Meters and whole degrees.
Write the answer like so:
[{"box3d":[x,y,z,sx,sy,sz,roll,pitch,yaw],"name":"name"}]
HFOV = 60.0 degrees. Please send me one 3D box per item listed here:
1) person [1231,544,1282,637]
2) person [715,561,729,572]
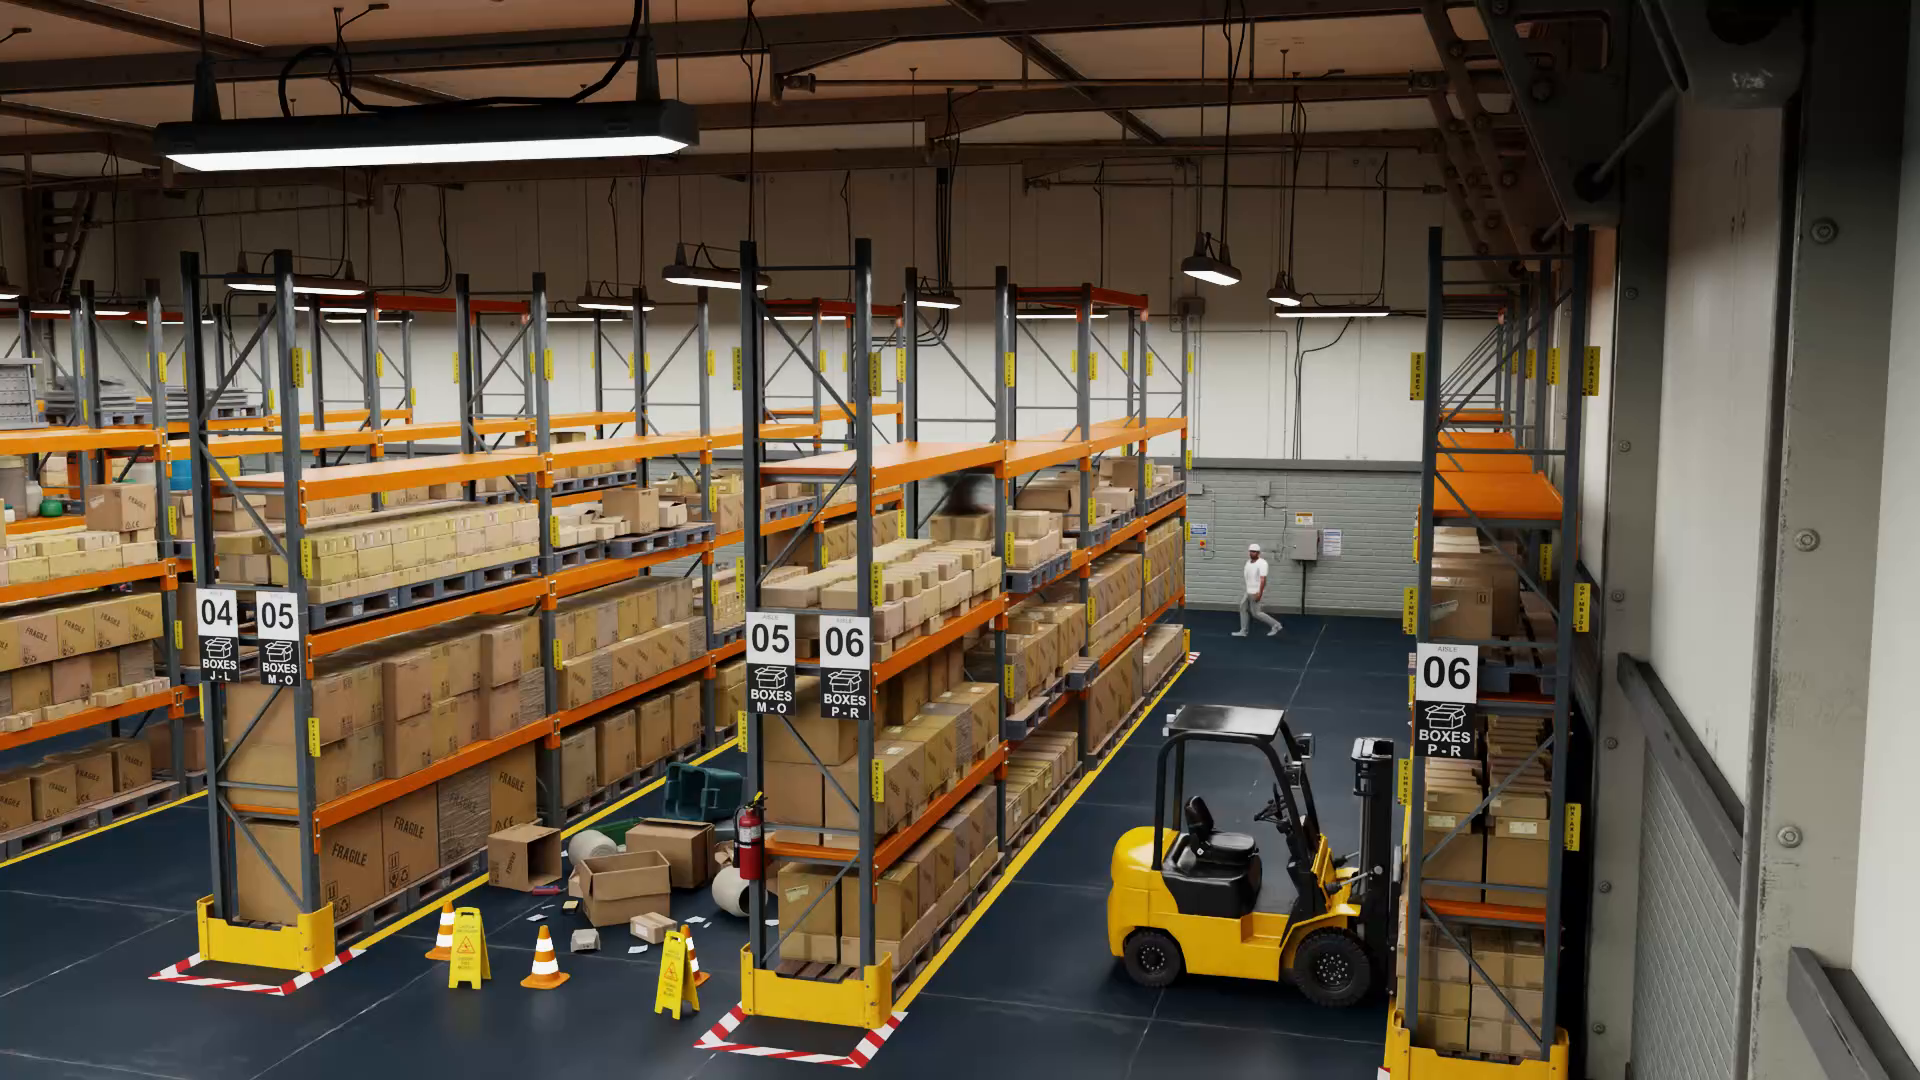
[{"box3d":[5.396,0.924,30.192,0.912,1.732,0.601,1,6,8],"name":"person"},{"box3d":[-4.061,1.174,28.337,0.465,1.644,0.948,2,7,18],"name":"person"}]
